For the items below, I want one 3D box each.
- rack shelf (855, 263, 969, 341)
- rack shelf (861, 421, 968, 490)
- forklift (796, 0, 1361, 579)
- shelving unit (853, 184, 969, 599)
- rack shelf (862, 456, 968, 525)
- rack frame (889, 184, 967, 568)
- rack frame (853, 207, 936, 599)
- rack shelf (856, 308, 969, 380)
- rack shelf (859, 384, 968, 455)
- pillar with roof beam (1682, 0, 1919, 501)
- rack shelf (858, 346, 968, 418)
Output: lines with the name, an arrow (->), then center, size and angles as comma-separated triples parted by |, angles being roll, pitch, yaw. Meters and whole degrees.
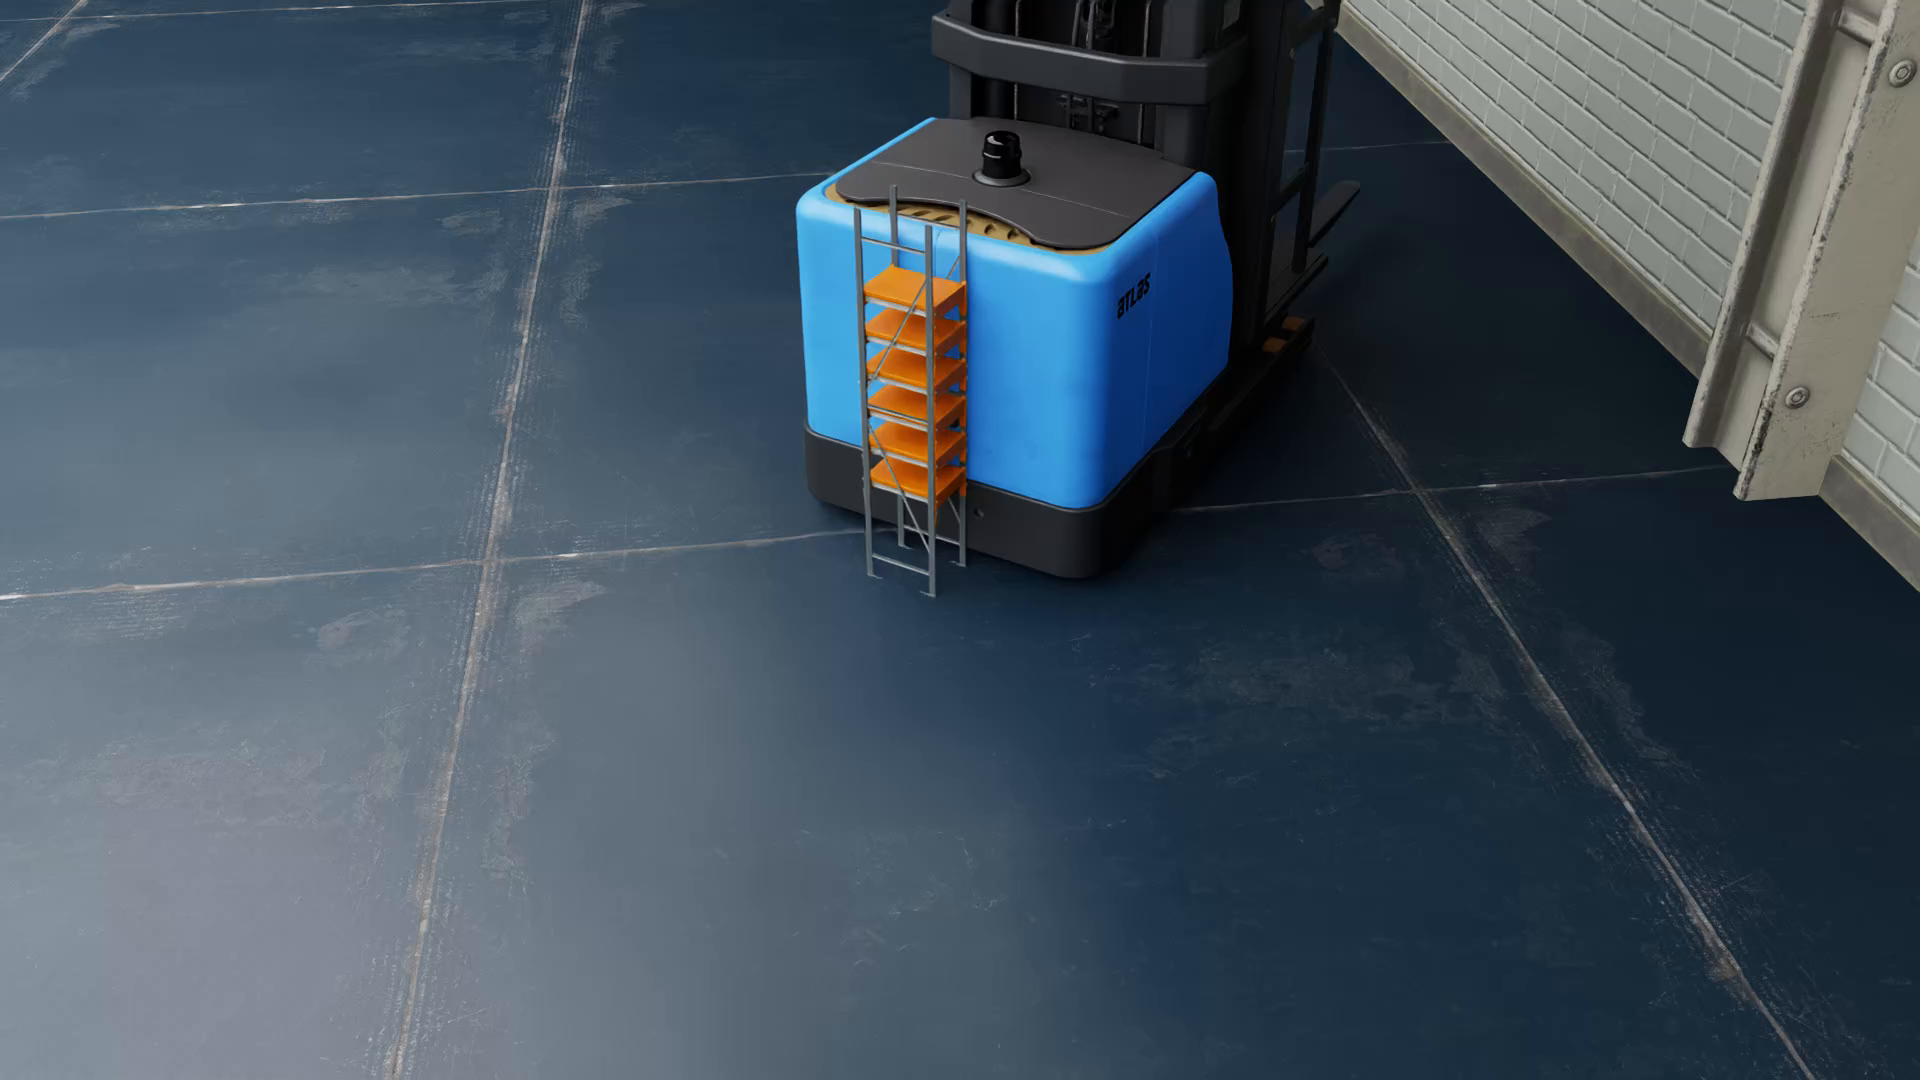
rack shelf -> -0.132, -0.659, 4.592 | 0.258, 0.103, 0.180 | 18, 38, 24
rack shelf -> -0.132, -0.263, 4.862 | 0.258, 0.103, 0.180 | 18, 38, 24
forklift -> 0.671, -1.901, 5.437 | 1.130, 2.935, 3.031 | 18, 38, 24
shelving unit -> -0.132, -0.399, 4.770 | 0.258, 1.200, 0.189 | 18, 38, 24
rack shelf -> -0.132, -0.164, 4.930 | 0.258, 0.103, 0.180 | 18, 38, 24
rack frame -> -0.087, -0.443, 4.835 | 0.240, 1.200, 0.006 | 18, 38, 24
rack frame -> -0.177, -0.354, 4.704 | 0.240, 1.200, 0.006 | 18, 38, 24
rack shelf -> -0.132, -0.560, 4.659 | 0.258, 0.103, 0.180 | 18, 38, 24
rack shelf -> -0.132, -0.362, 4.795 | 0.258, 0.103, 0.180 | 18, 38, 24
pillar with roof beam -> -1.587, -3.643, 2.605 | 9.100, 9.000, 0.400 | -4, 35, -6
rack shelf -> -0.132, -0.461, 4.727 | 0.258, 0.103, 0.180 | 18, 38, 24
